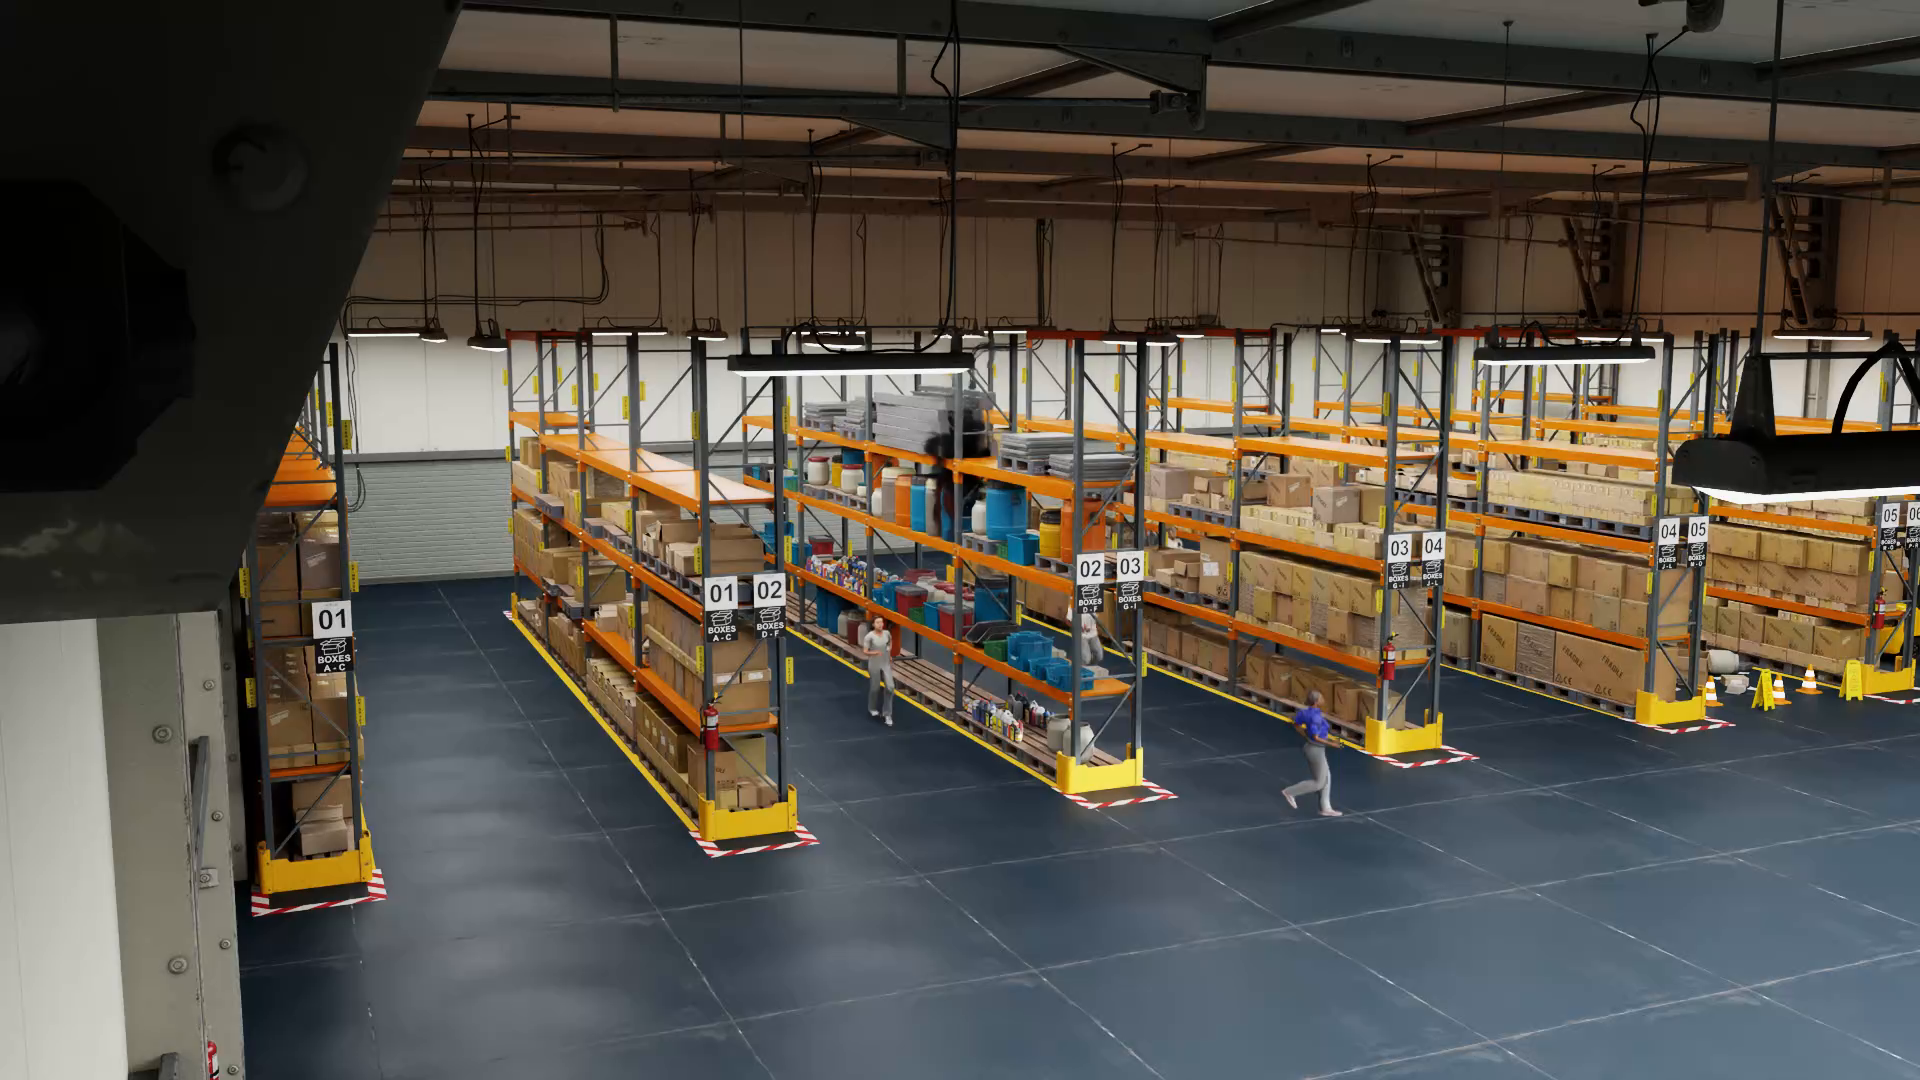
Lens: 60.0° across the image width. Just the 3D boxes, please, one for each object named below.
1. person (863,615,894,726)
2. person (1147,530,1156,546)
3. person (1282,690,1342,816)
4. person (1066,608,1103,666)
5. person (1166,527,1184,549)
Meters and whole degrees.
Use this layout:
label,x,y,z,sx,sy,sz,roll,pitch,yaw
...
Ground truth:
label,x,y,z,sx,sy,sz,roll,pitch,yaw
person,-1.262,2.004,25.824,0.546,1.725,0.759,-3,8,-20
person,4.828,-0.153,41.905,0.644,1.650,0.747,-1,8,-11
person,4.432,2.691,20.934,0.805,1.635,0.574,-1,8,-6
person,2.153,1.635,28.233,0.770,1.721,0.526,-5,9,-35
person,4.617,0.555,36.340,0.605,1.744,0.791,-3,8,-22
